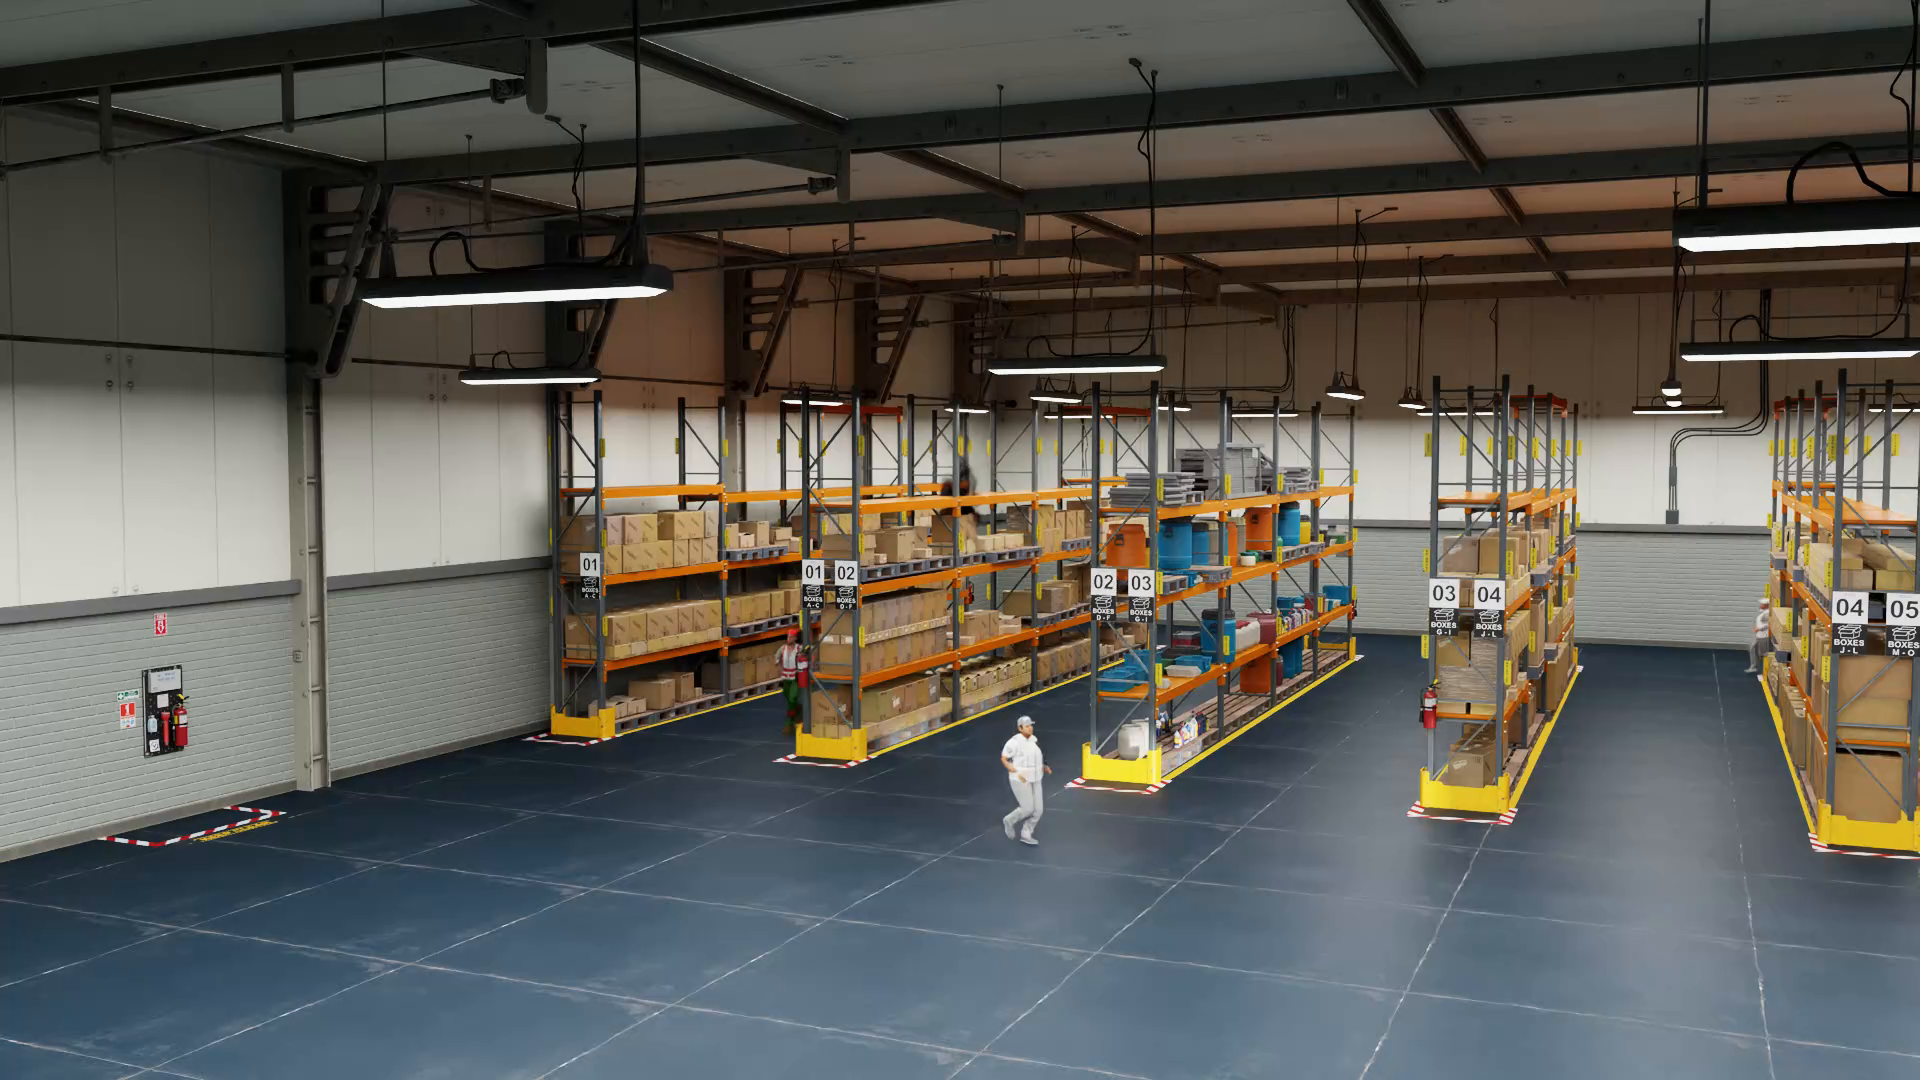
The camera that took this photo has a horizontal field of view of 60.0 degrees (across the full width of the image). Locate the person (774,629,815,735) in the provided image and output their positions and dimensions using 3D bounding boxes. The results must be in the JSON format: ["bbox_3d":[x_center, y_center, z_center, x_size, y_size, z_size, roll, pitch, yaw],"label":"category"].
[{"bbox_3d":[-2.949,2.459,29.294,0.669,1.798,0.943,1,3,24],"label":"person"}]

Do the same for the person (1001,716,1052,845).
[{"bbox_3d":[0.843,3.031,20.993,0.603,1.618,0.568,-3,4,-42],"label":"person"}]

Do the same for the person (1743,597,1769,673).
[{"bbox_3d":[17.802,2.116,36.712,0.818,1.746,0.703,1,3,16],"label":"person"}]
